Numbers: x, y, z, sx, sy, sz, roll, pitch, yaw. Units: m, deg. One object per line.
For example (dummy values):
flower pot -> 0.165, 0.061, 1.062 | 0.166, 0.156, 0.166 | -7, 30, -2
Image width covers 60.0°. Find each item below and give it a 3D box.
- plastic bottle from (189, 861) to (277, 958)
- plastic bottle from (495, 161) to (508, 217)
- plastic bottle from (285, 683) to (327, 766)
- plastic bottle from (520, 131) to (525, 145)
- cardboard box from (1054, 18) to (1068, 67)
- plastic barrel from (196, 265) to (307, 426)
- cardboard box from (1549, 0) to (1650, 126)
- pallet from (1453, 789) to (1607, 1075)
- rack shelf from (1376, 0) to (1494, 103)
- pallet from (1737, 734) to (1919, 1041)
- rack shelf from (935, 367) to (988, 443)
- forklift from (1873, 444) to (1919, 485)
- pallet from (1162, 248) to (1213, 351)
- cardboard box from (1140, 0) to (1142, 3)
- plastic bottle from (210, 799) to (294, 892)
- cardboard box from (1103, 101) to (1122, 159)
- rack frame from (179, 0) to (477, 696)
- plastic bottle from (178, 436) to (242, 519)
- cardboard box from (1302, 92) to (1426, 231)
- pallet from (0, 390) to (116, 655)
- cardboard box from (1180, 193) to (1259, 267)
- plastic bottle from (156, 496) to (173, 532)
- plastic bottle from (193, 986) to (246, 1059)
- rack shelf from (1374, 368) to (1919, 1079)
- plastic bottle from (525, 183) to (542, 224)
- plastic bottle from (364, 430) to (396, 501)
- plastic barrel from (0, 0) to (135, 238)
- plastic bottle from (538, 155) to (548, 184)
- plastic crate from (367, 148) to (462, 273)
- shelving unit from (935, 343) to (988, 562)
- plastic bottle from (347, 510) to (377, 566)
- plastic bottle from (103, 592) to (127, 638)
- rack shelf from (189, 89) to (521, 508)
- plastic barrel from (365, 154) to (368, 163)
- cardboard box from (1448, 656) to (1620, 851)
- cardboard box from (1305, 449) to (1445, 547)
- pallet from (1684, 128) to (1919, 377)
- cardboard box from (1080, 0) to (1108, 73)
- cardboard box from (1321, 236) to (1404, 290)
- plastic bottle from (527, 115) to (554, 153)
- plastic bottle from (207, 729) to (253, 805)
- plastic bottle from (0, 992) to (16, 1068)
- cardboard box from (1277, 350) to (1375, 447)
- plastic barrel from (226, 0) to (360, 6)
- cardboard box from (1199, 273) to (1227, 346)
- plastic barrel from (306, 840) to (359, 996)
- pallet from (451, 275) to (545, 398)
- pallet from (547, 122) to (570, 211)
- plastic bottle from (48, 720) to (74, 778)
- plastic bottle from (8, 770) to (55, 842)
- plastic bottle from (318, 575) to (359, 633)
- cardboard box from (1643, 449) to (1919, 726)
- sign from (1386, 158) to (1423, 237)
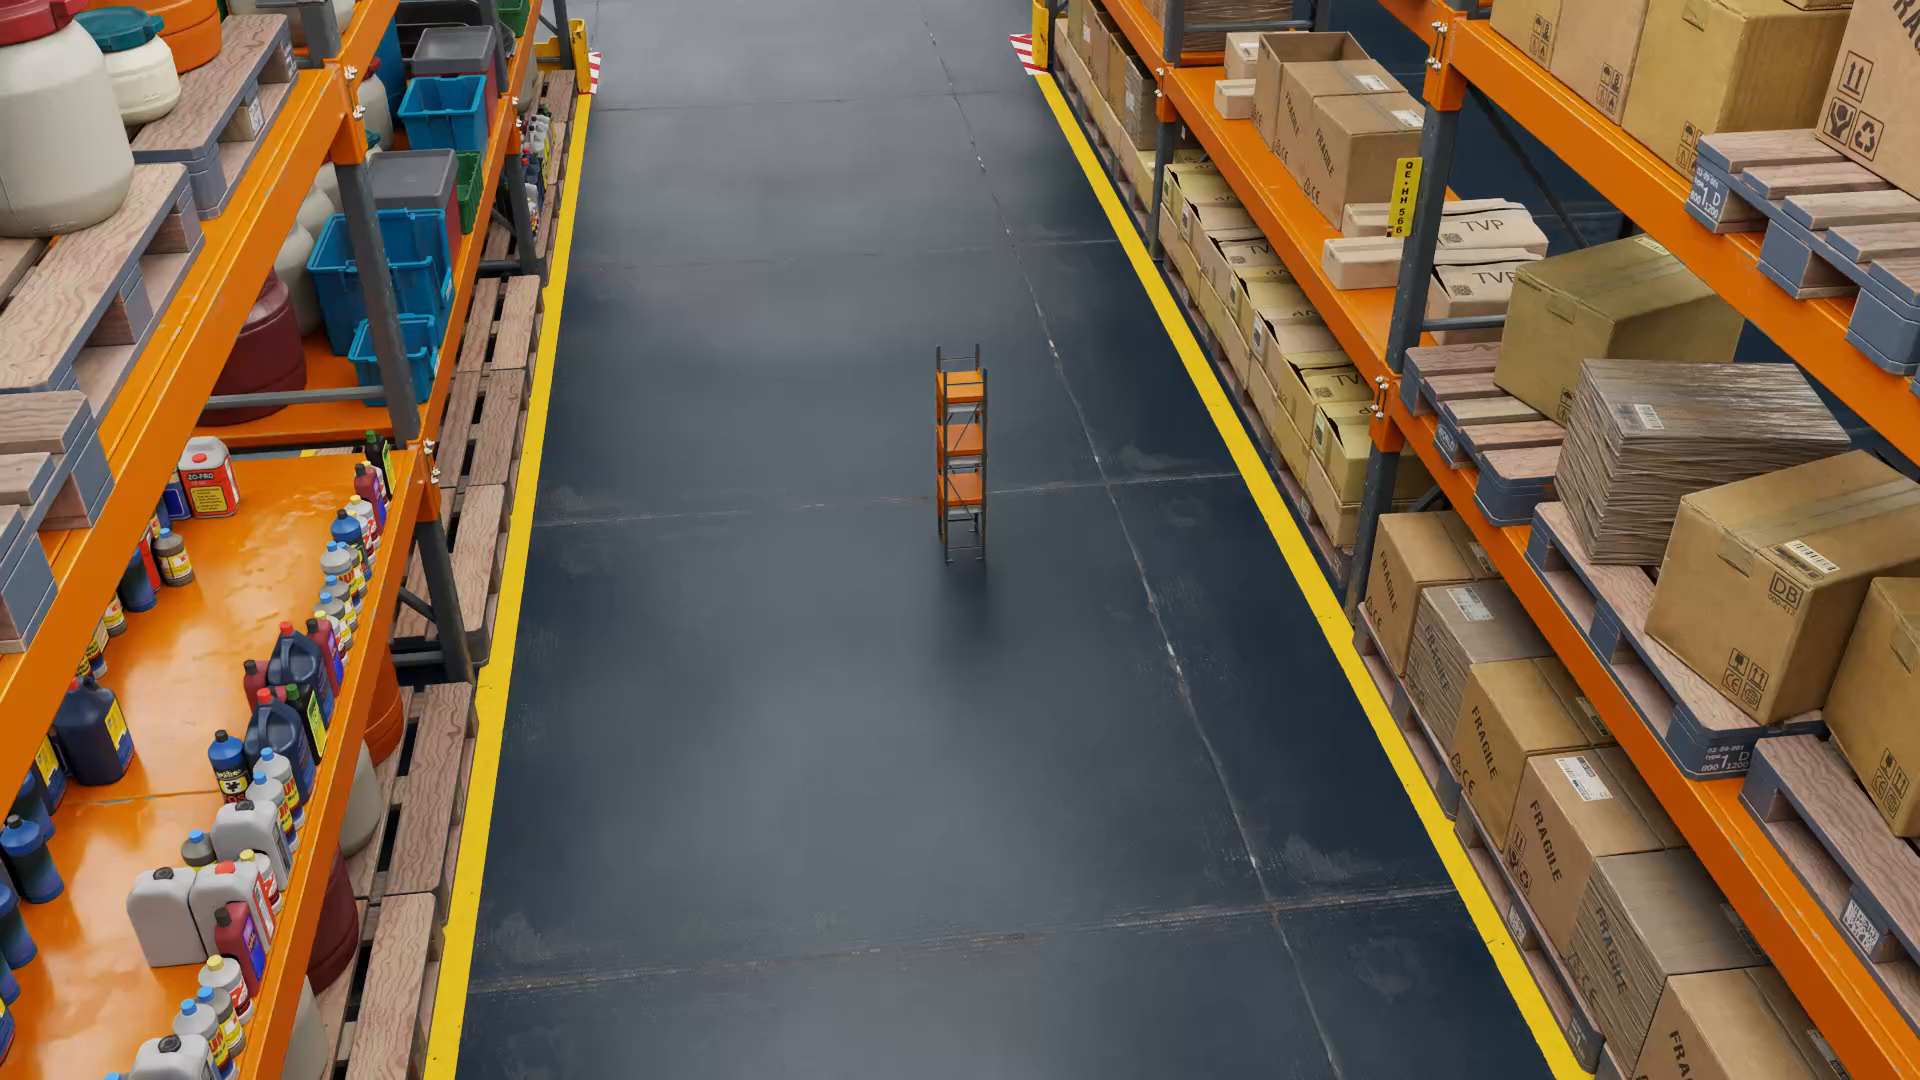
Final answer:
plastic bottle -> -1.887, 0.945, 4.310 | 0.152, 0.276, 0.135 | -4, 35, -6
plastic bottle -> -2.994, -2.325, 10.959 | 0.144, 0.351, 0.185 | -4, 35, -6
plastic bottle -> -1.942, 0.523, 4.923 | 0.061, 0.283, 0.133 | -4, 35, -6
plastic bottle -> -3.106, -2.793, 11.778 | 0.097, 0.201, 0.097 | 0, 34, 0
cardboard box -> 1.069, -4.093, 13.661 | 0.500, 0.250, 0.500 | -4, 35, -6
plastic barrel -> -2.979, -0.827, 6.679 | 0.600, 0.536, 0.708 | -4, 35, -6
cardboard box -> 2.454, -1.663, 5.274 | 0.910, 0.500, 0.500 | -4, 35, -6
pallet -> 2.517, 1.344, 6.091 | 1.003, 0.211, 1.213 | -4, 35, -6
rack shelf -> 2.024, -2.966, 7.914 | 1.077, 0.370, 4.000 | -4, 35, -6
pallet -> 2.832, 0.950, 4.363 | 1.003, 0.211, 1.213 | -4, 35, -6
rack shelf -> 0.007, -0.630, 7.757 | 0.215, 0.259, 0.240 | -4, 35, -6
forklift -> 4.662, -0.649, 6.599 | 1.130, 2.935, 3.031 | -5, 35, -7
pallet -> 1.893, -1.579, 10.380 | 1.003, 0.211, 1.213 | -4, 35, -6
cardboard box -> 1.548, -4.002, 11.371 | 0.700, 0.500, 0.500 | -4, 34, -6
plastic bottle -> -1.918, 0.816, 4.500 | 0.152, 0.276, 0.135 | -4, 35, -6
cardboard box -> 1.337, -2.977, 12.023 | 0.500, 0.250, 0.500 | -4, 35, -6
rack frame -> -2.616, -0.535, 6.371 | 1.000, 3.000, 0.127 | -4, 35, -6
plastic bottle -> -2.727, -0.229, 6.032 | 0.152, 0.276, 0.135 | -4, 35, -6
cardboard box -> 2.051, -1.884, 8.262 | 0.500, 0.500, 0.500 | -6, 35, -9
pallet -> -2.280, 0.106, 2.935 | 1.213, 0.211, 1.003 | -4, 35, -6
cardboard box -> 1.626, -1.880, 9.915 | 0.500, 0.311, 0.500 | -5, 35, -7
plastic bottle -> -2.890, -0.149, 5.919 | 0.097, 0.271, 0.097 | 0, 34, 0
plastic bottle -> -1.813, 1.167, 4.050 | 0.097, 0.201, 0.097 | 0, 34, 0
rack shelf -> 2.562, 0.506, 5.483 | 1.077, 0.370, 4.000 | -4, 35, -6
plastic bottle -> -2.833, -2.212, 10.861 | 0.152, 0.276, 0.135 | -3, 34, -5
plastic bottle -> -2.139, -0.293, 6.120 | 0.061, 0.283, 0.133 | -4, 35, -6
plastic barrel -> -2.228, -1.026, 3.935 | 0.433, 0.535, 0.433 | 0, 34, 0
plastic bottle -> -2.891, -2.539, 11.406 | 0.097, 0.201, 0.097 | 0, 34, 0
plastic crate -> -2.530, -1.486, 7.710 | 0.402, 0.464, 0.583 | -4, 35, -6
shelving unit -> 0.007, -0.404, 7.911 | 0.215, 1.050, 0.252 | -4, 35, -6
plastic bottle -> -2.097, -0.010, 5.778 | 0.097, 0.201, 0.097 | 0, 34, 0
plastic bottle -> -2.809, 0.213, 5.450 | 0.097, 0.201, 0.097 | 0, 34, 0
rack shelf -> -2.885, -1.353, 8.211 | 1.077, 0.370, 4.000 | -4, 35, -6
plastic barrel -> -3.144, -1.863, 8.199 | 0.433, 0.535, 0.433 | 0, 34, 0
cardboard box -> 2.209, 0.791, 6.254 | 0.500, 0.500, 0.500 | -5, 35, -7
cardboard box -> 1.980, -0.220, 7.978 | 0.500, 0.250, 0.500 | -4, 34, -5
pallet -> 2.670, -0.785, 4.242 | 1.213, 0.211, 1.003 | -4, 35, -6
cardboard box -> 1.218, -3.846, 12.633 | 0.500, 0.500, 0.500 | -4, 35, -6
cardboard box -> 1.898, -1.285, 7.695 | 0.380, 0.149, 0.250 | -4, 35, -6
plastic bottle -> -3.004, -2.921, 11.900 | 0.152, 0.276, 0.135 | -4, 34, -6
plastic bottle -> -2.076, 0.653, 4.742 | 0.097, 0.271, 0.097 | 0, 34, 0
plastic bottle -> -2.408, 1.116, 3.993 | 0.144, 0.351, 0.185 | -4, 35, -6
cardboard box -> 1.902, -0.740, 8.243 | 0.500, 0.311, 0.500 | -5, 35, -7
plastic barrel -> -2.511, -2.456, 6.081 | 0.600, 0.901, 0.600 | 0, 34, 0
cardboard box -> 1.704, -1.359, 9.649 | 0.500, 0.250, 0.500 | -5, 35, -8
plastic barrel -> -2.381, 1.190, 5.608 | 0.600, 0.588, 0.708 | -4, 35, -6
pallet -> -3.010, -1.179, 9.793 | 1.003, 0.211, 1.213 | -4, 35, -6
pallet -> -3.370, -2.675, 11.987 | 1.003, 0.211, 1.213 | -4, 35, -6
plastic bottle -> -2.692, 0.557, 4.880 | 0.152, 0.276, 0.135 | -4, 35, -6
plastic bottle -> -2.618, 0.724, 4.639 | 0.097, 0.271, 0.097 | 0, 34, 0
plastic bottle -> -2.045, 0.207, 5.459 | 0.097, 0.201, 0.097 | 0, 34, 0
cardboard box -> 2.532, 0.128, 4.936 | 0.700, 0.500, 0.500 | -13, 36, -18
sign -> 1.743, -1.342, 6.528 | 0.100, 0.325, 0.005 | -4, 35, -6
